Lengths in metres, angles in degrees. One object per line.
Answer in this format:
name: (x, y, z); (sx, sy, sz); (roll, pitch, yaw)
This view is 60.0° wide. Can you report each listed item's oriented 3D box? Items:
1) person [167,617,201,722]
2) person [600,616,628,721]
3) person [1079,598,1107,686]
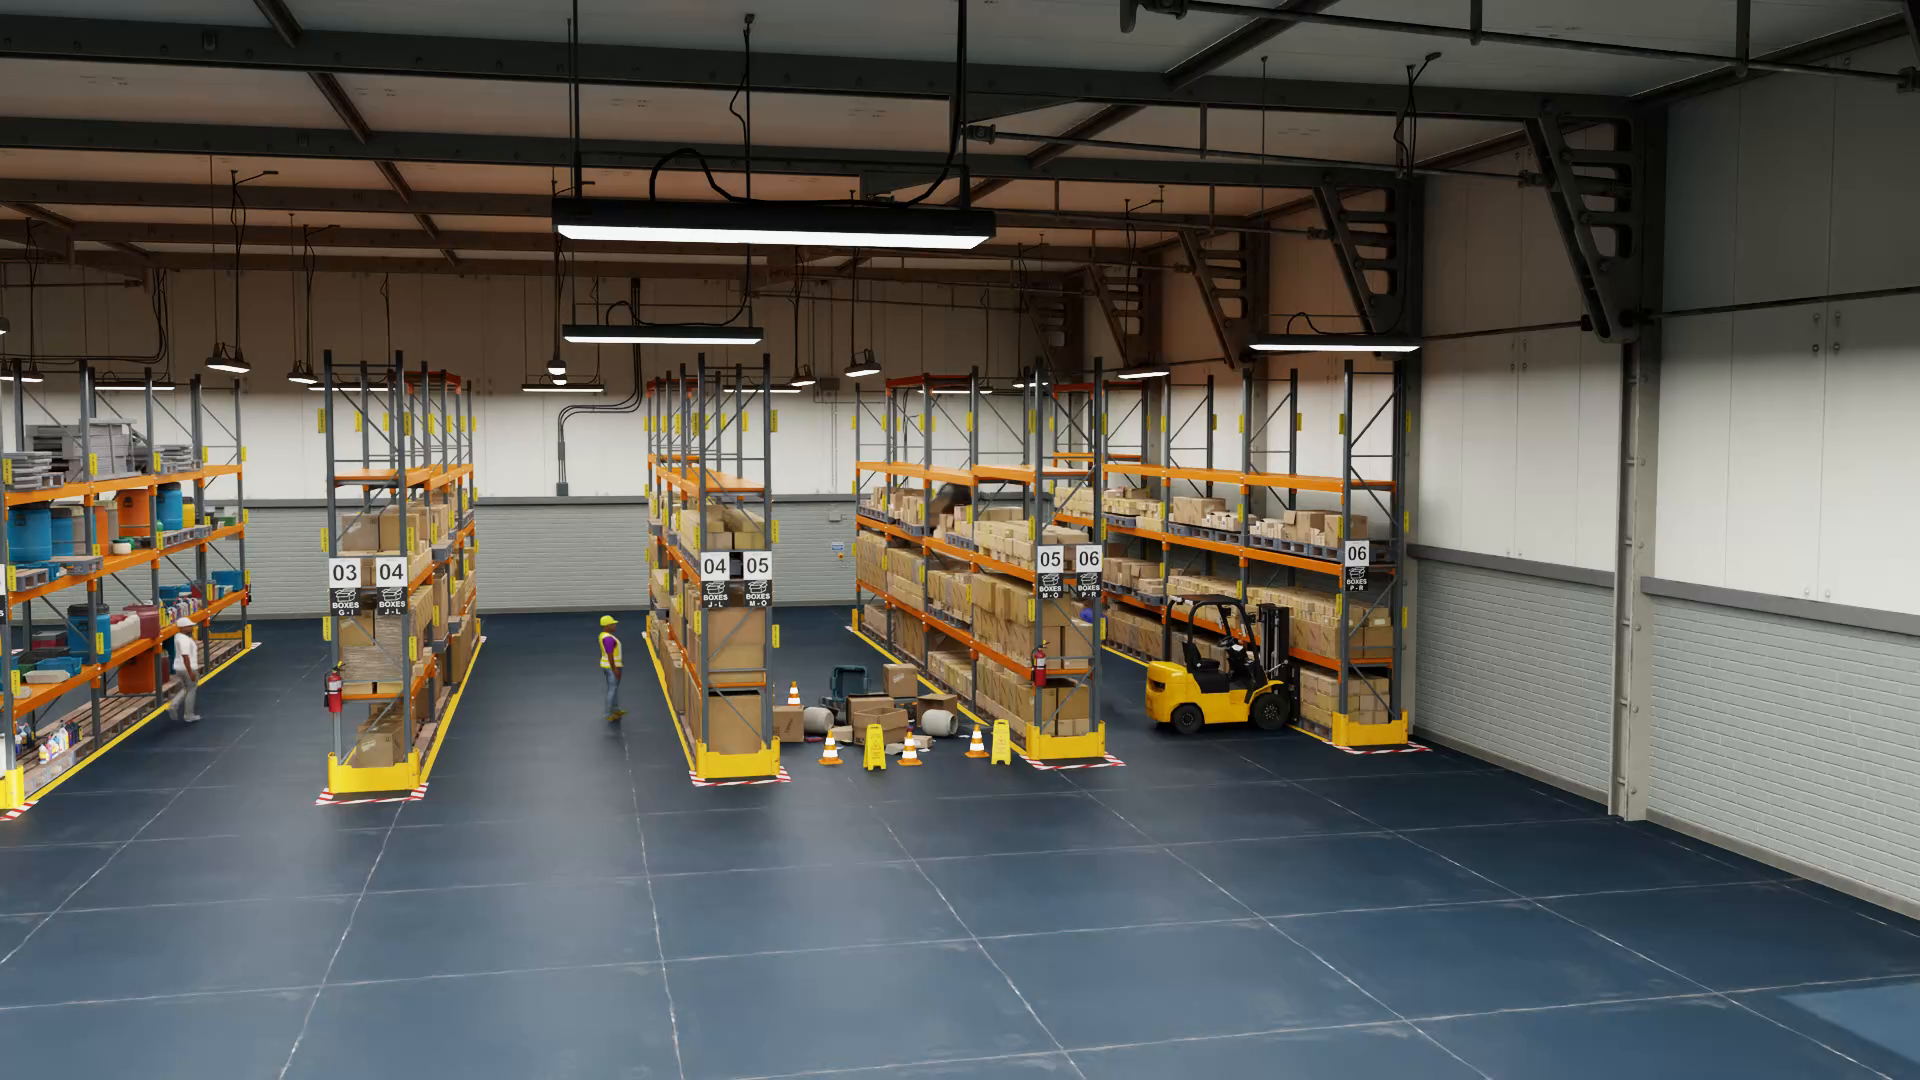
person: (-12.997, 2.170, 27.837); (0.546, 1.760, 0.543); (2, 4, 27)
person: (-5.851, 2.162, 28.285); (0.593, 1.759, 0.588); (-3, 5, -36)
person: (2.387, 1.865, 30.186); (0.567, 1.698, 0.702); (-1, 4, -15)
